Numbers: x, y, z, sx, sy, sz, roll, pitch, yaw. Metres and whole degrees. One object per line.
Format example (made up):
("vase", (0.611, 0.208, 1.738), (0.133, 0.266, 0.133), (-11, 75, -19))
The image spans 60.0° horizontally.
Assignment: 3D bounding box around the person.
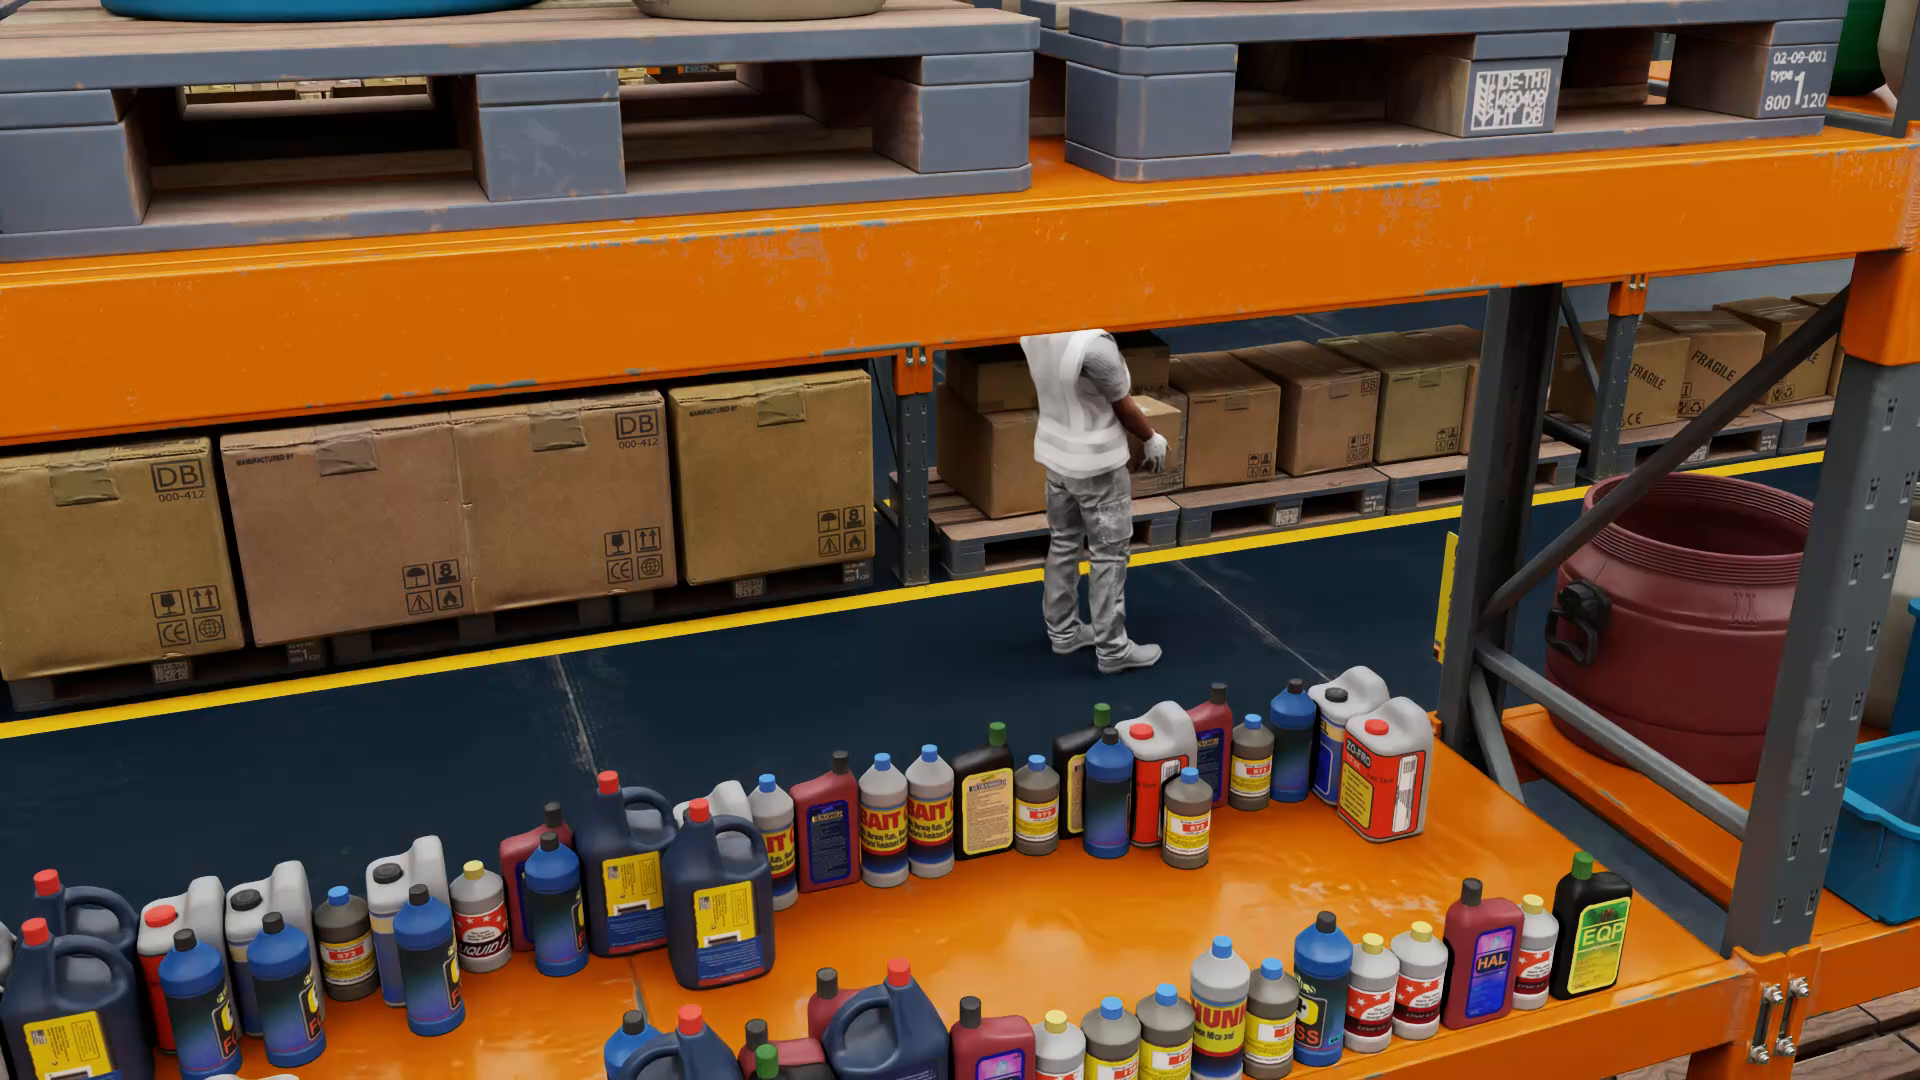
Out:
("person", (0.568, -0.340, 6.886), (0.550, 1.788, 0.531), (-14, 26, -30))
